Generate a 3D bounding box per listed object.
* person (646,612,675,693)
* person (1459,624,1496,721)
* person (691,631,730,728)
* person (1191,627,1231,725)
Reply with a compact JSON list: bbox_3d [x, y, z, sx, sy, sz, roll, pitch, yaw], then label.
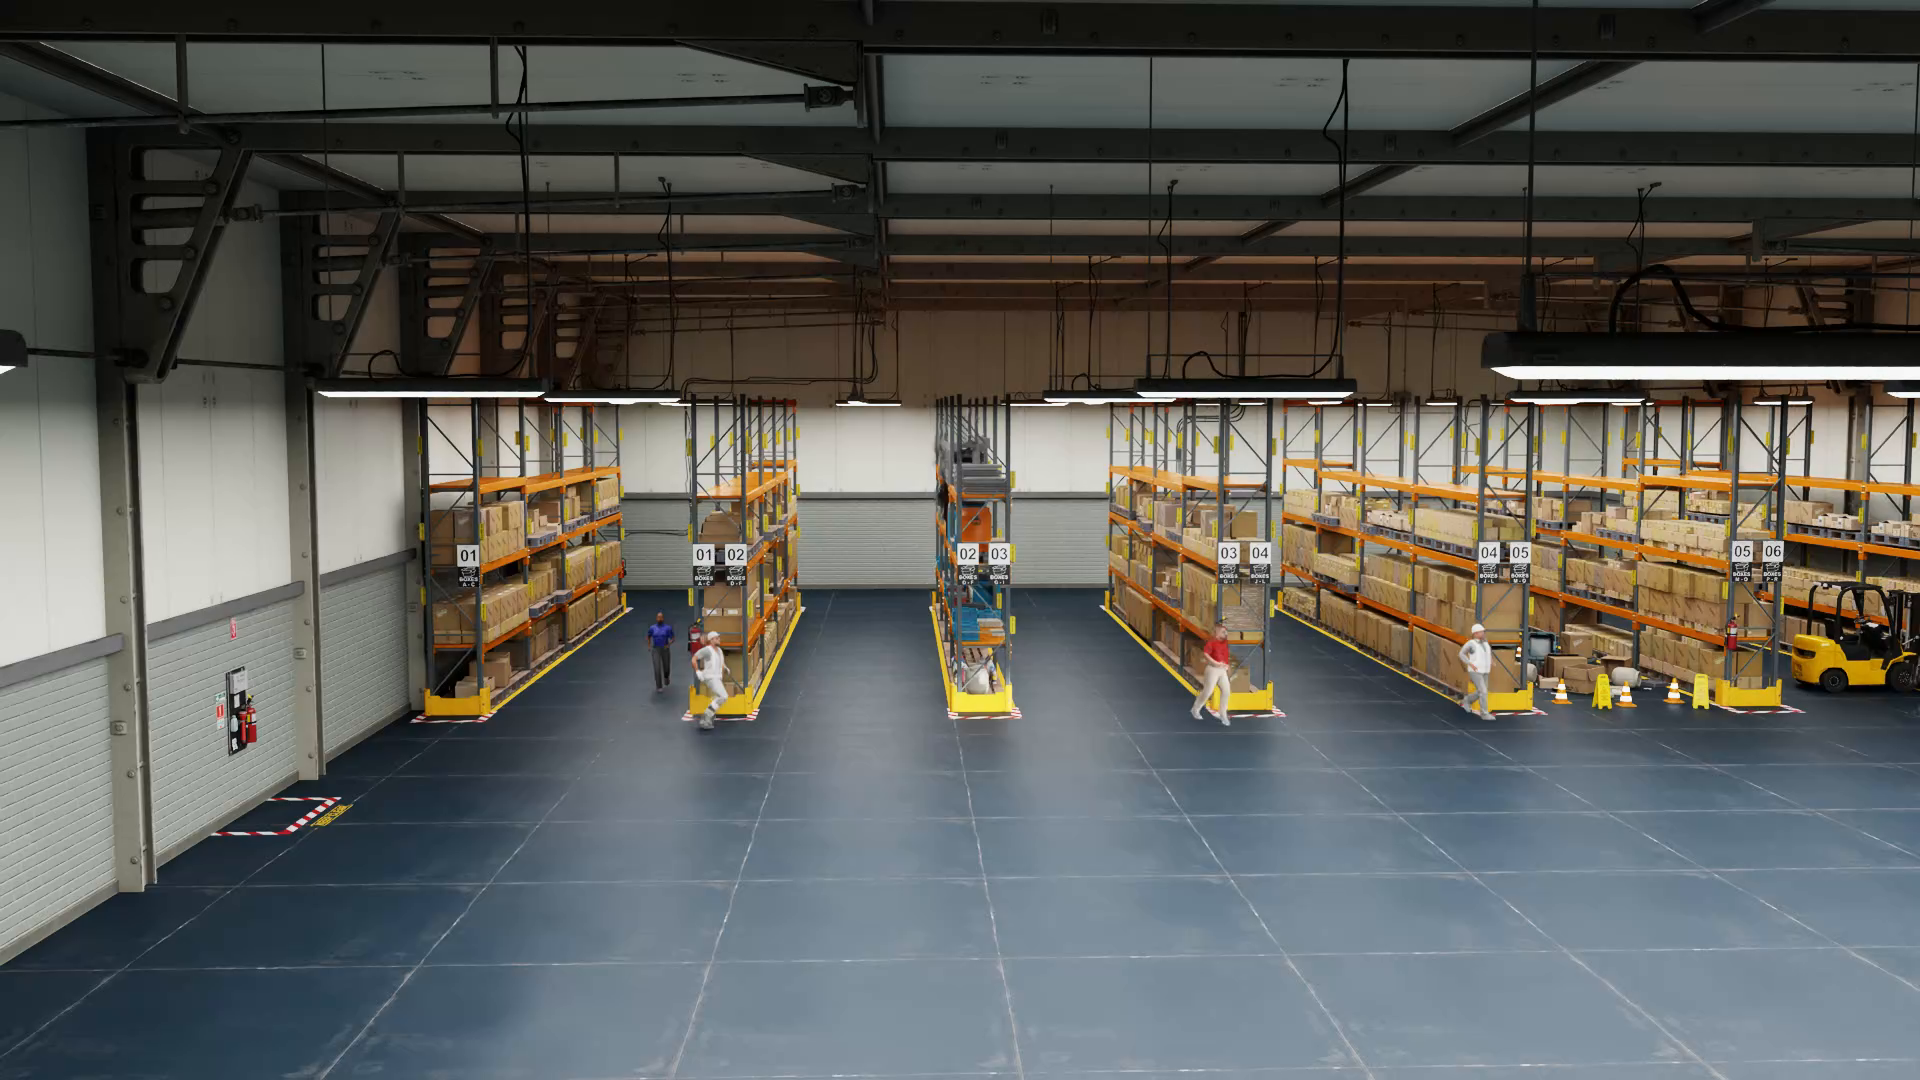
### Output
[{"bbox_3d":[-6.075,2.266,33.703,0.580,1.607,0.701,-1,5,-7],"label":"person"},{"bbox_3d":[9.579,2.425,30.691,0.679,1.744,0.874,-3,5,-30],"label":"person"},{"bbox_3d":[-4.396,2.507,29.820,0.622,1.726,0.714,2,5,19],"label":"person"},{"bbox_3d":[4.730,2.471,30.507,0.724,1.764,0.814,-4,6,-40],"label":"person"}]
